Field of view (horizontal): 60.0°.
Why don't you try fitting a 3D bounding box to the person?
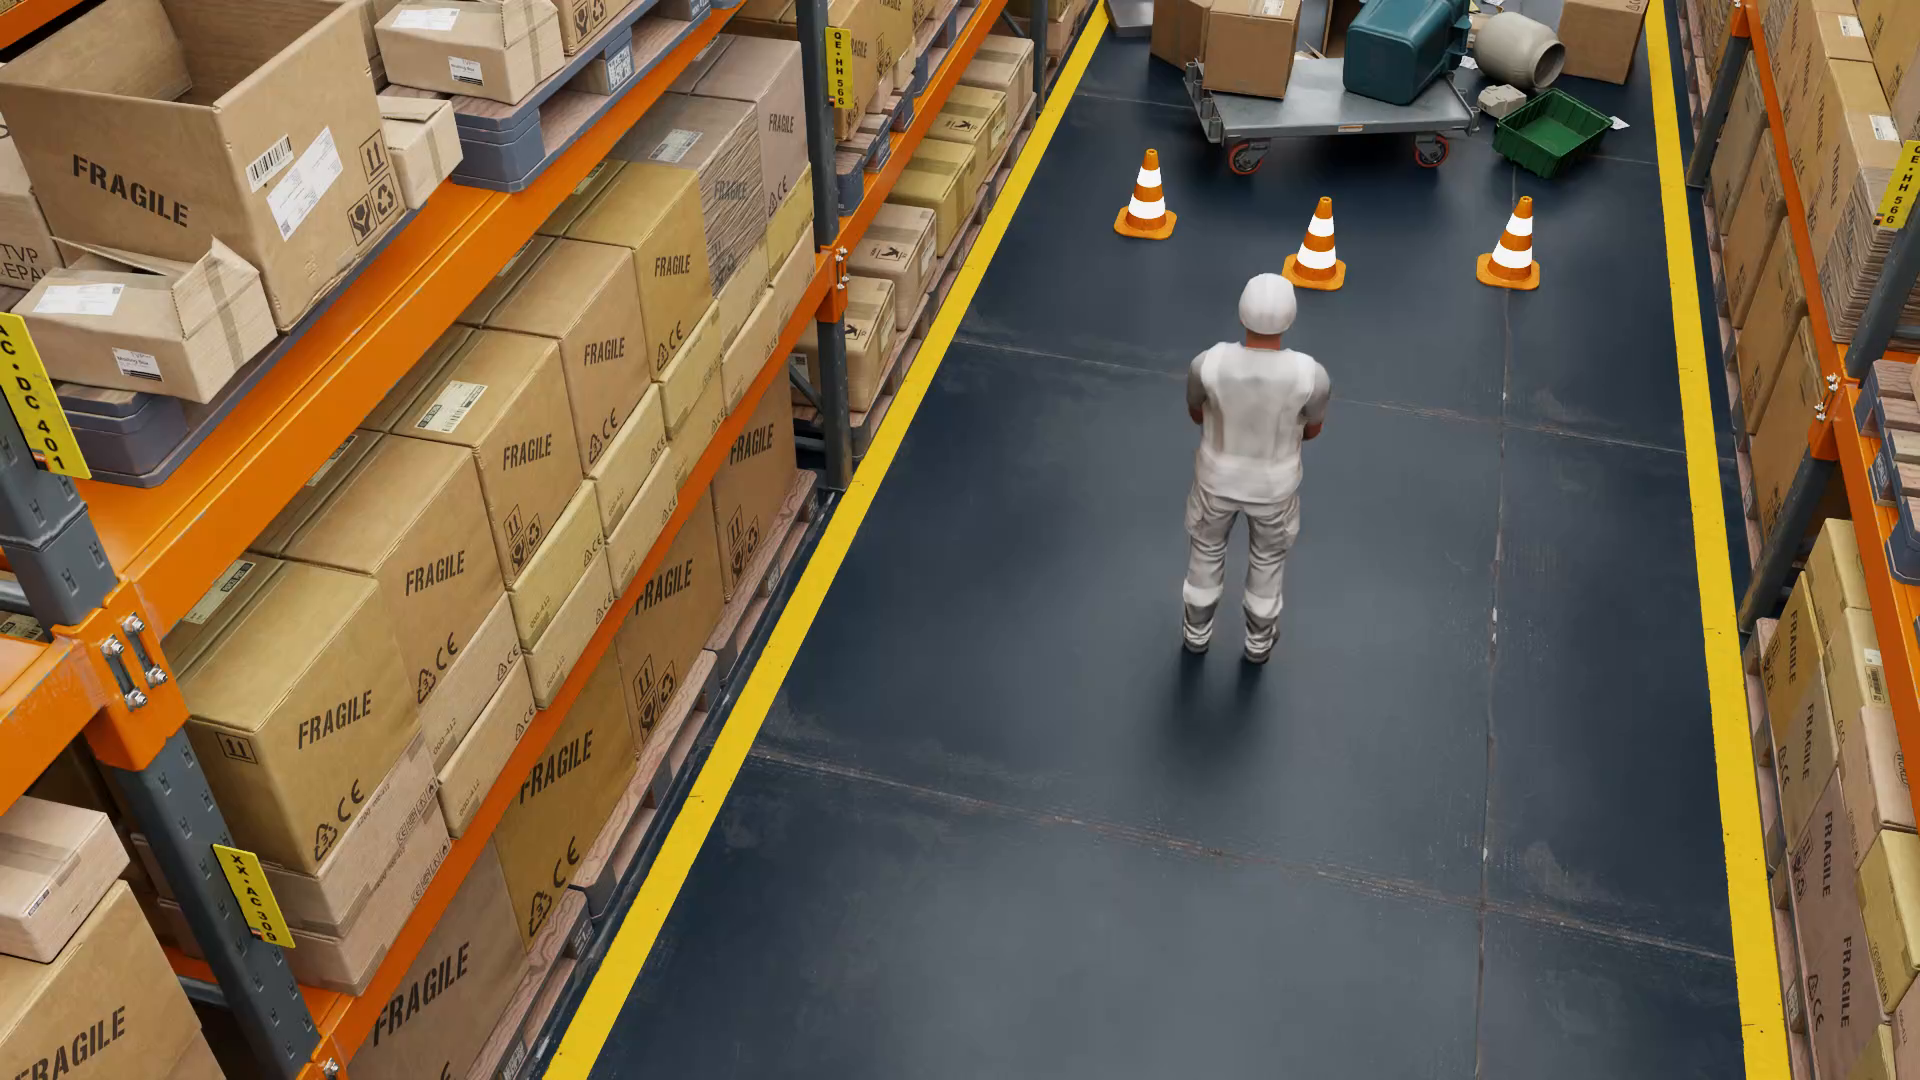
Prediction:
[{"bbox_3d":[15.296,-3.371,10.099,25.571,1.746,16.838,10,42,11],"label":"person"}]
